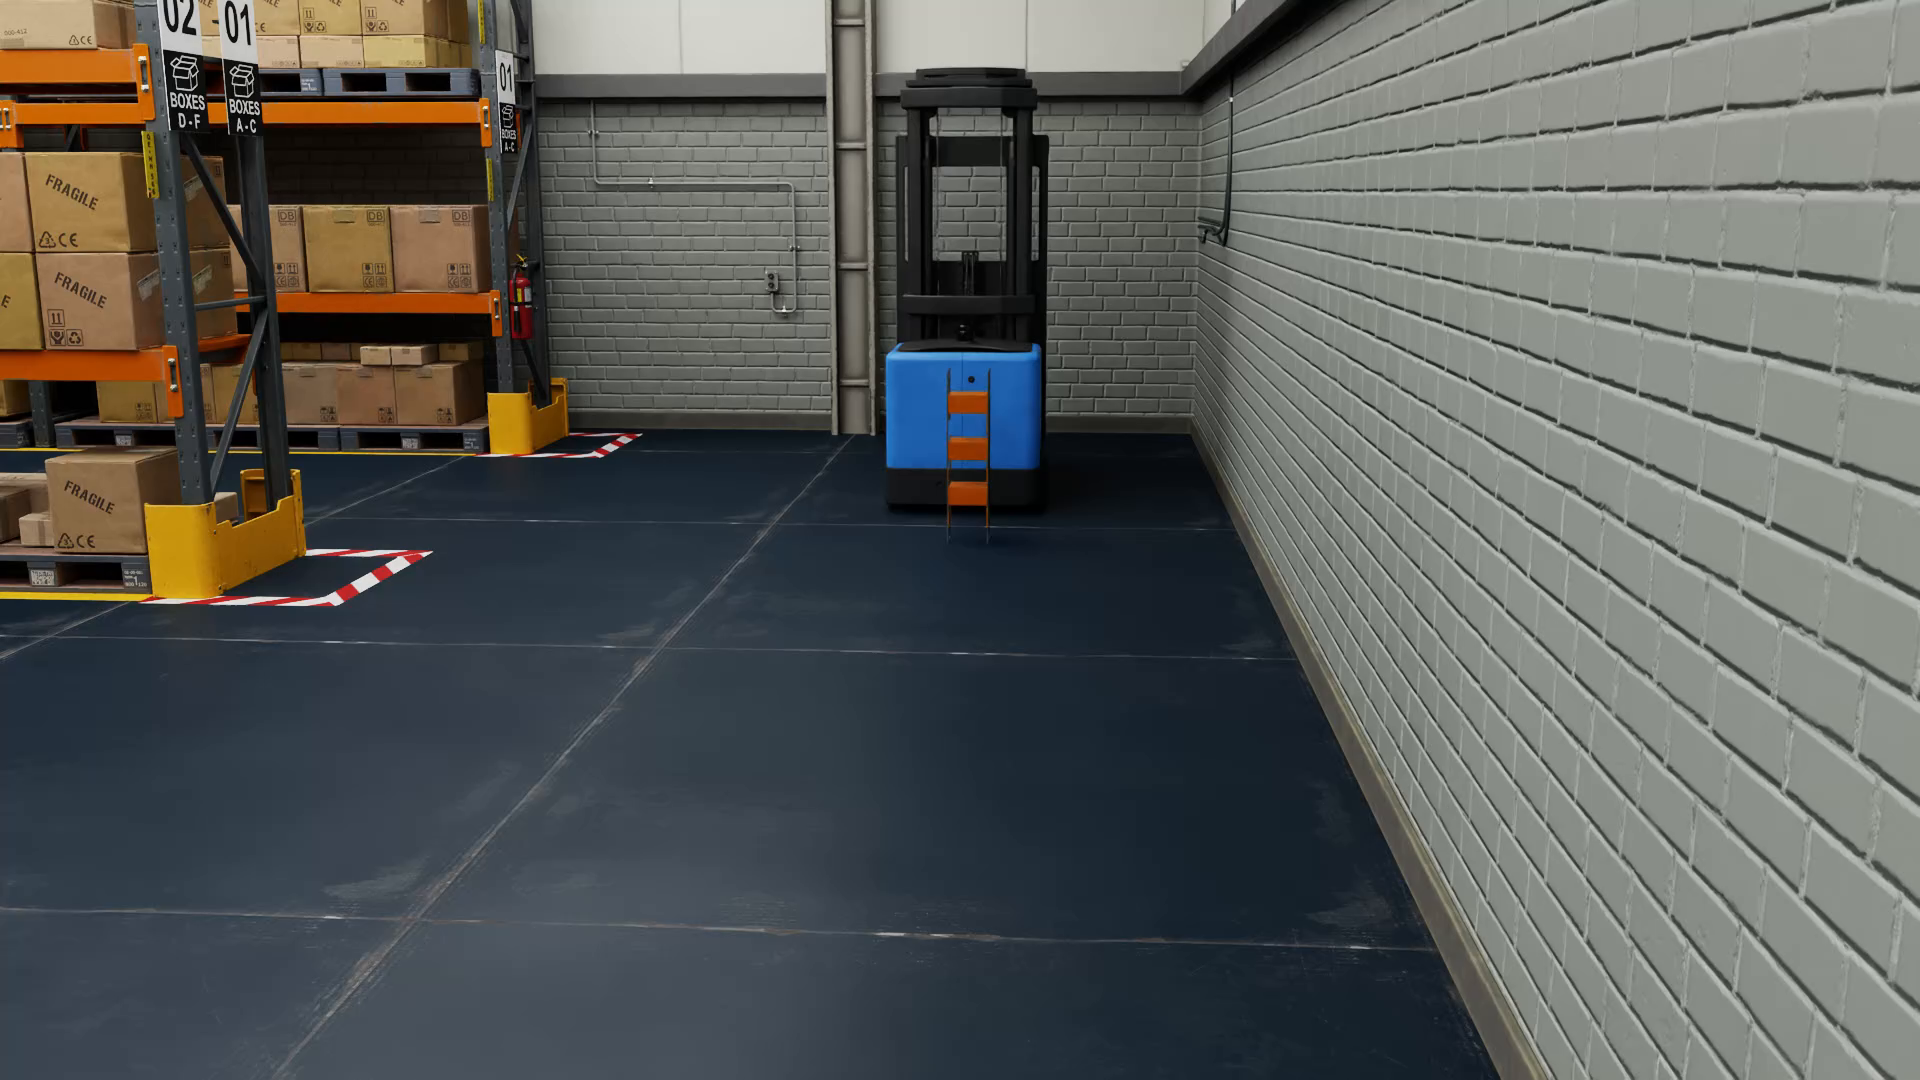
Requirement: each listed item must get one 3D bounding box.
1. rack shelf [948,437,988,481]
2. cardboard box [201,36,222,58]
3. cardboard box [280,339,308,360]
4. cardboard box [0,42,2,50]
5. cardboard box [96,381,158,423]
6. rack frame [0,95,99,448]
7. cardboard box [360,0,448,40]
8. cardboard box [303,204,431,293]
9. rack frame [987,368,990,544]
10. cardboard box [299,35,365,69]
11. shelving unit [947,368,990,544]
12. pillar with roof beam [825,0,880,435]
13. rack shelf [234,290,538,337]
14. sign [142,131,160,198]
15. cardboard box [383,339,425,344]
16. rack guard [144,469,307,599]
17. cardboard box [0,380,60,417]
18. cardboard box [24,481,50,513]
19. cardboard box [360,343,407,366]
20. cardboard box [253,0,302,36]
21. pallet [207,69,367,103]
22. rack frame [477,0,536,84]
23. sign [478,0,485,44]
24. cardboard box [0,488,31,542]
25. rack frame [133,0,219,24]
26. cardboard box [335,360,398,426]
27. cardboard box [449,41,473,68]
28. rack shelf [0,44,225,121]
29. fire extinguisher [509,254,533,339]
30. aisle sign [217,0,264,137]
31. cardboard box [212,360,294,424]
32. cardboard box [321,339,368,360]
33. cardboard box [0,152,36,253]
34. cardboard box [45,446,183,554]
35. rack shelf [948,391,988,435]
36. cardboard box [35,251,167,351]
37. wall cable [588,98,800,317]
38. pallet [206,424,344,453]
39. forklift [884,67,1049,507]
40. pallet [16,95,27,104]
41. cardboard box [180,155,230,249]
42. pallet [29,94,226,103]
[{"bbox_3d":[0.053,-0.503,10.159,0.240,0.259,0.215,1,12,4],"label":"rack shelf"},{"bbox_3d":[-5.979,-3.913,13.420,0.500,0.250,0.500,0,12,2],"label":"cardboard box"},{"bbox_3d":[-5.764,-1.636,14.260,0.250,0.149,0.380,1,12,3],"label":"cardboard box"},{"bbox_3d":[-5.035,-2.633,8.569,0.500,0.250,0.500,1,12,4],"label":"cardboard box"},{"bbox_3d":[-6.931,-1.293,14.205,0.500,0.500,0.700,1,12,4],"label":"cardboard box"},{"bbox_3d":[-7.671,-2.343,14.141,0.127,3.000,1.000,1,12,4],"label":"rack frame"},{"bbox_3d":[-4.428,-4.259,13.239,0.500,0.500,0.500,1,12,4],"label":"cardboard box"},{"bbox_3d":[-4.916,-2.447,13.909,0.700,0.700,0.980,1,12,3],"label":"cardboard box"},{"bbox_3d":[0.175,-0.511,10.149,0.008,1.050,0.200,1,12,4],"label":"rack frame"},{"bbox_3d":[-4.947,-3.900,13.356,0.500,0.250,0.500,0,12,2],"label":"cardboard box"},{"bbox_3d":[0.053,-0.513,10.157,0.252,1.050,0.215,1,12,4],"label":"shelving unit"},{"bbox_3d":[-1.215,-4.485,9.729,0.400,9.000,9.100,1,12,4],"label":"pillar with roof beam"},{"bbox_3d":[-5.675,-1.963,14.084,4.000,0.370,1.077,1,12,4],"label":"rack shelf"},{"bbox_3d":[-4.064,-1.884,8.350,0.005,0.325,0.100,1,12,4],"label":"sign"},{"bbox_3d":[-4.752,-1.622,14.194,0.250,0.149,0.380,1,12,4],"label":"cardboard box"},{"bbox_3d":[-4.083,-0.053,9.302,0.348,0.500,1.175,1,12,4],"label":"rack guard"},{"bbox_3d":[-8.328,-1.478,14.234,0.750,0.750,0.750,1,12,4],"label":"cardboard box"},{"bbox_3d":[-5.029,-0.218,9.623,0.500,0.250,0.500,1,12,4],"label":"cardboard box"},{"bbox_3d":[-4.780,-1.544,13.821,0.250,0.149,0.380,1,12,5],"label":"cardboard box"},{"bbox_3d":[-5.448,-4.273,13.308,0.500,0.500,0.500,0,12,1],"label":"cardboard box"},{"bbox_3d":[-5.641,-3.737,13.697,1.213,0.211,1.003,1,12,4],"label":"pallet"},{"bbox_3d":[-3.680,-5.224,13.265,0.127,3.000,1.000,1,12,4],"label":"rack frame"},{"bbox_3d":[-3.730,-4.040,12.961,0.005,0.325,0.100,1,12,4],"label":"sign"},{"bbox_3d":[-5.512,-0.122,9.164,0.500,0.250,0.500,1,12,4],"label":"cardboard box"},{"bbox_3d":[-4.007,-4.212,8.427,0.127,3.000,1.000,1,12,4],"label":"rack frame"},{"bbox_3d":[-4.884,-1.266,14.073,0.500,0.500,0.700,1,12,4],"label":"cardboard box"},{"bbox_3d":[-4.392,-3.997,13.822,0.500,0.250,0.500,1,12,7],"label":"cardboard box"},{"bbox_3d":[-6.002,-2.419,8.939,4.000,0.370,1.077,1,12,4],"label":"rack shelf"},{"bbox_3d":[-3.560,-1.971,13.465,0.183,0.674,0.296,1,12,4],"label":"fire extinguisher"},{"bbox_3d":[-3.919,-2.607,9.058,0.004,0.787,0.394,1,12,4],"label":"aisle sign"},{"bbox_3d":[-5.918,-1.278,14.133,0.500,0.500,0.700,1,12,5],"label":"cardboard box"},{"bbox_3d":[-5.256,-1.629,14.226,0.250,0.149,0.380,1,12,5],"label":"cardboard box"},{"bbox_3d":[-4.973,-1.771,8.722,0.500,0.500,0.500,1,12,5],"label":"cardboard box"},{"bbox_3d":[-4.566,-0.225,9.047,0.500,0.500,0.500,1,12,4],"label":"cardboard box"},{"bbox_3d":[0.053,-0.781,10.101,0.240,0.259,0.215,1,12,4],"label":"rack shelf"},{"bbox_3d":[-4.472,-1.275,8.795,0.500,0.500,0.500,1,12,5],"label":"cardboard box"},{"bbox_3d":[-2.339,-2.961,14.616,1.851,1.984,0.084,1,12,4],"label":"wall cable"},{"bbox_3d":[-5.697,-0.935,14.223,1.213,0.211,1.003,1,12,4],"label":"pallet"},{"bbox_3d":[0.099,-1.907,12.225,1.130,2.935,3.031,1,12,3],"label":"forklift"},{"bbox_3d":[-8.589,-3.720,13.865,1.217,0.209,0.805,0,12,1],"label":"pallet"},{"bbox_3d":[-4.432,-1.874,9.215,0.500,0.500,0.500,1,12,5],"label":"cardboard box"},{"bbox_3d":[-6.855,-3.754,13.779,1.213,0.211,1.003,1,12,4],"label":"pallet"}]
